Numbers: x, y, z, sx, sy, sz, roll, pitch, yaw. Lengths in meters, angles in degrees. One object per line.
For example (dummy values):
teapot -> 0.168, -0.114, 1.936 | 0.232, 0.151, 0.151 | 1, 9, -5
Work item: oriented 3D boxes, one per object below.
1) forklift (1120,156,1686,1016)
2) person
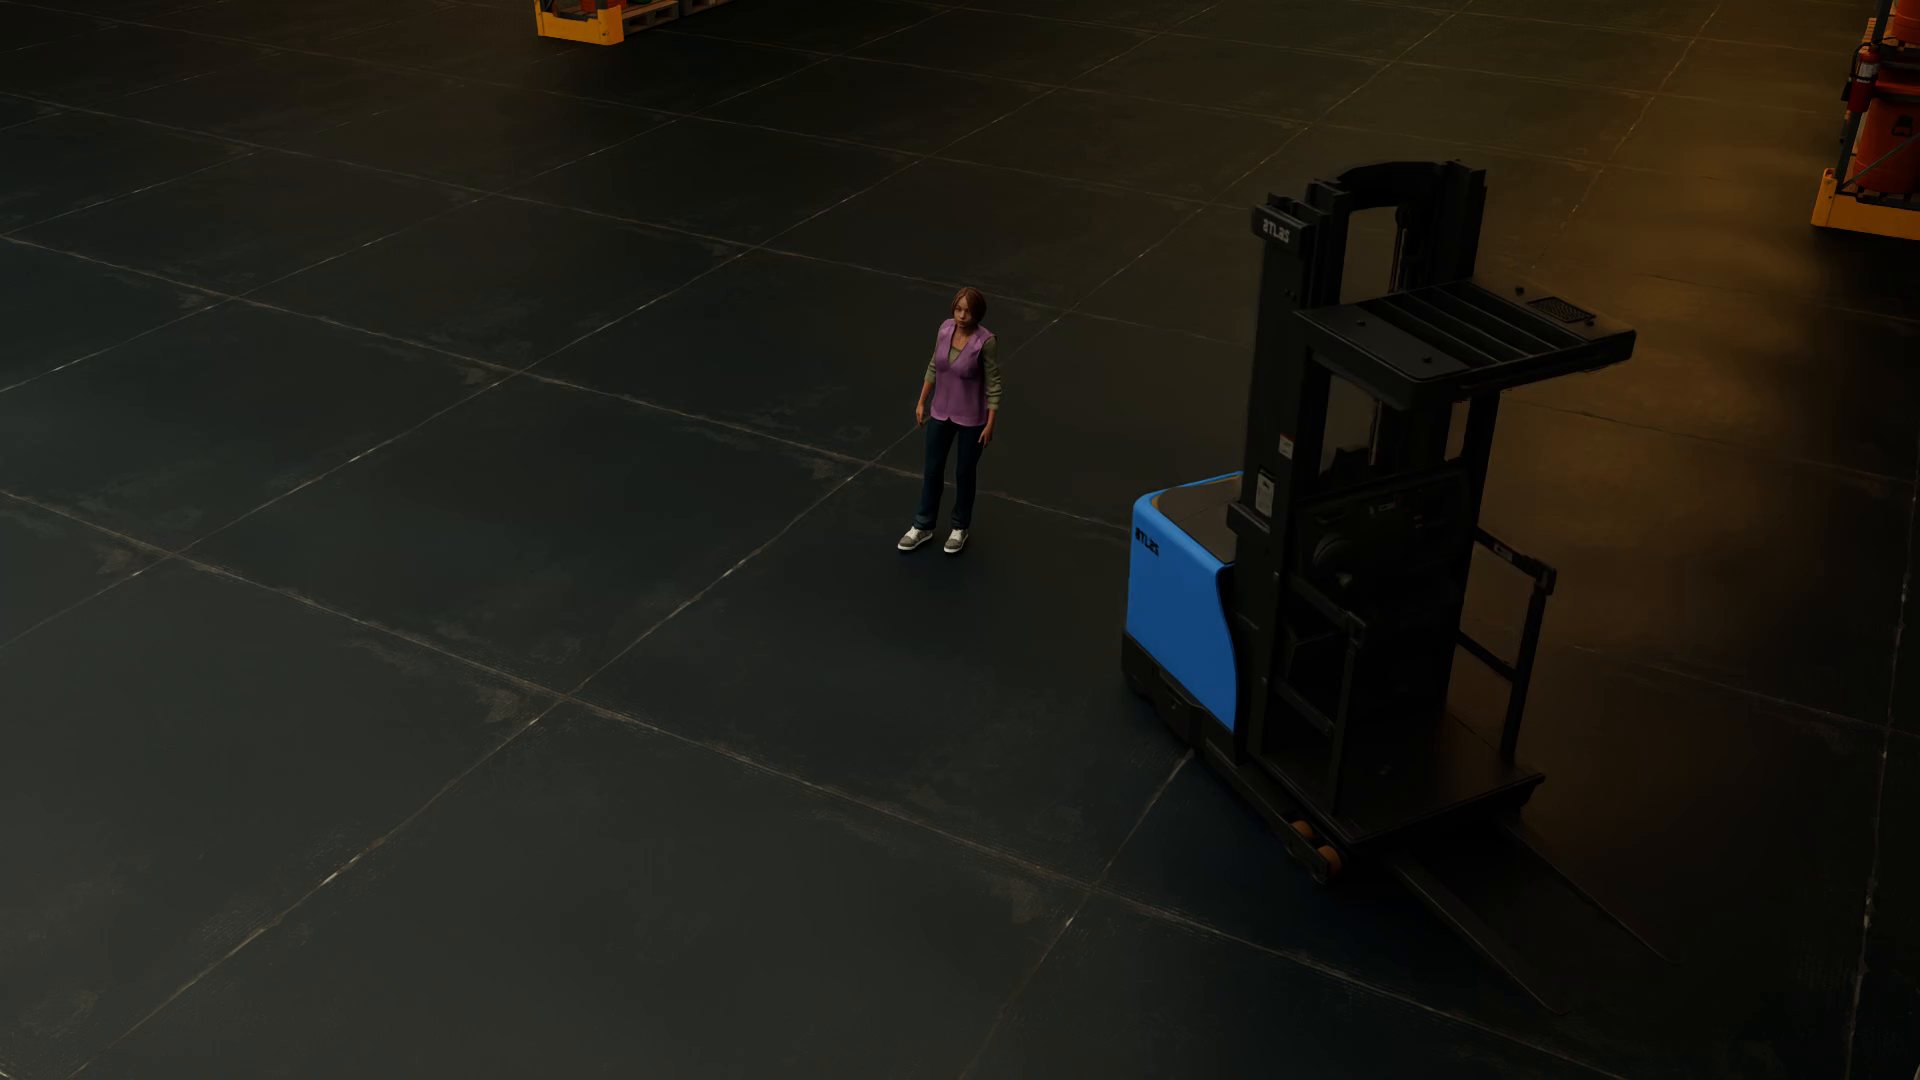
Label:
forklift -> 1.941, -0.001, 7.072 | 1.130, 2.935, 3.031 | -14, 33, -22
person -> -0.048, -0.669, 9.550 | 0.520, 1.597, 0.476 | 15, 33, 25
